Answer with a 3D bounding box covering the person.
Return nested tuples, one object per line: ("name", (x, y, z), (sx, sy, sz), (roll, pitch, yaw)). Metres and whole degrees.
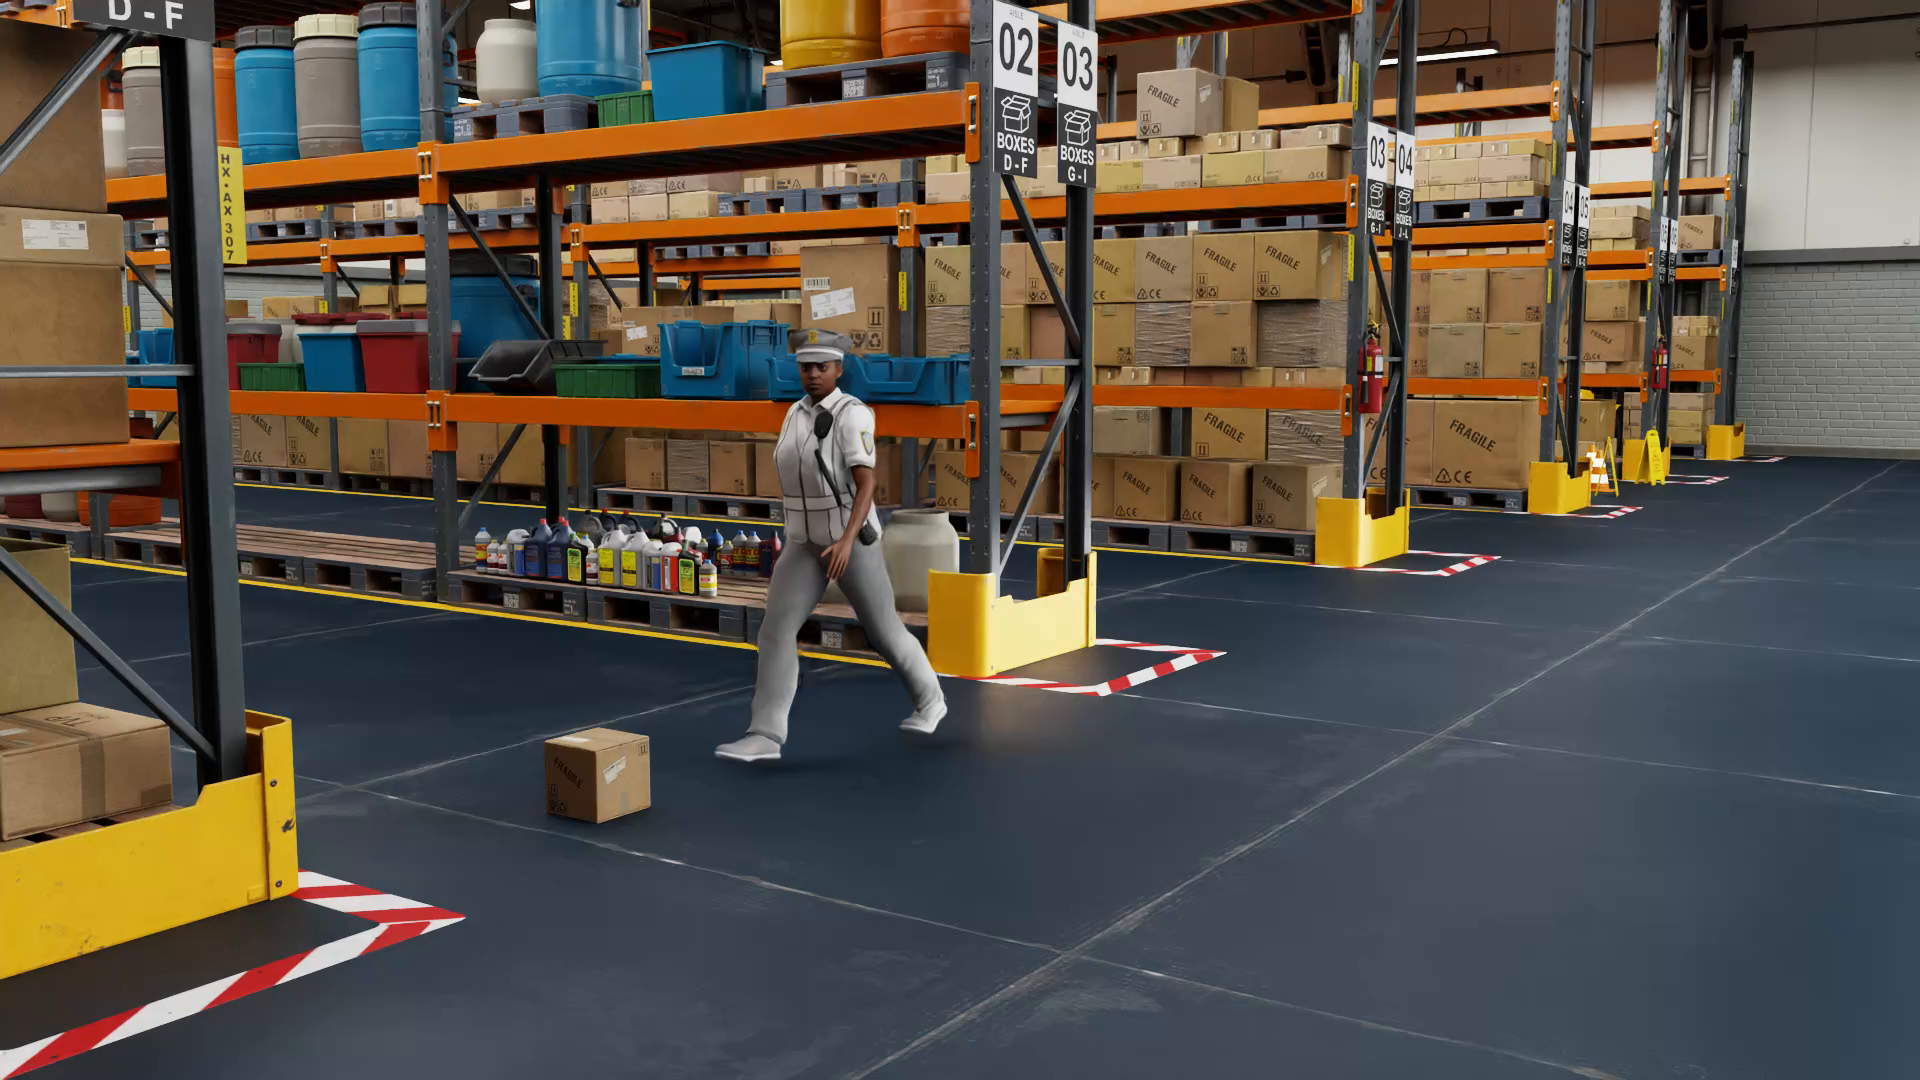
("person", (-0.487, 0.010, 6.345), (0.567, 1.629, 1.003), (5, 8, 38))
